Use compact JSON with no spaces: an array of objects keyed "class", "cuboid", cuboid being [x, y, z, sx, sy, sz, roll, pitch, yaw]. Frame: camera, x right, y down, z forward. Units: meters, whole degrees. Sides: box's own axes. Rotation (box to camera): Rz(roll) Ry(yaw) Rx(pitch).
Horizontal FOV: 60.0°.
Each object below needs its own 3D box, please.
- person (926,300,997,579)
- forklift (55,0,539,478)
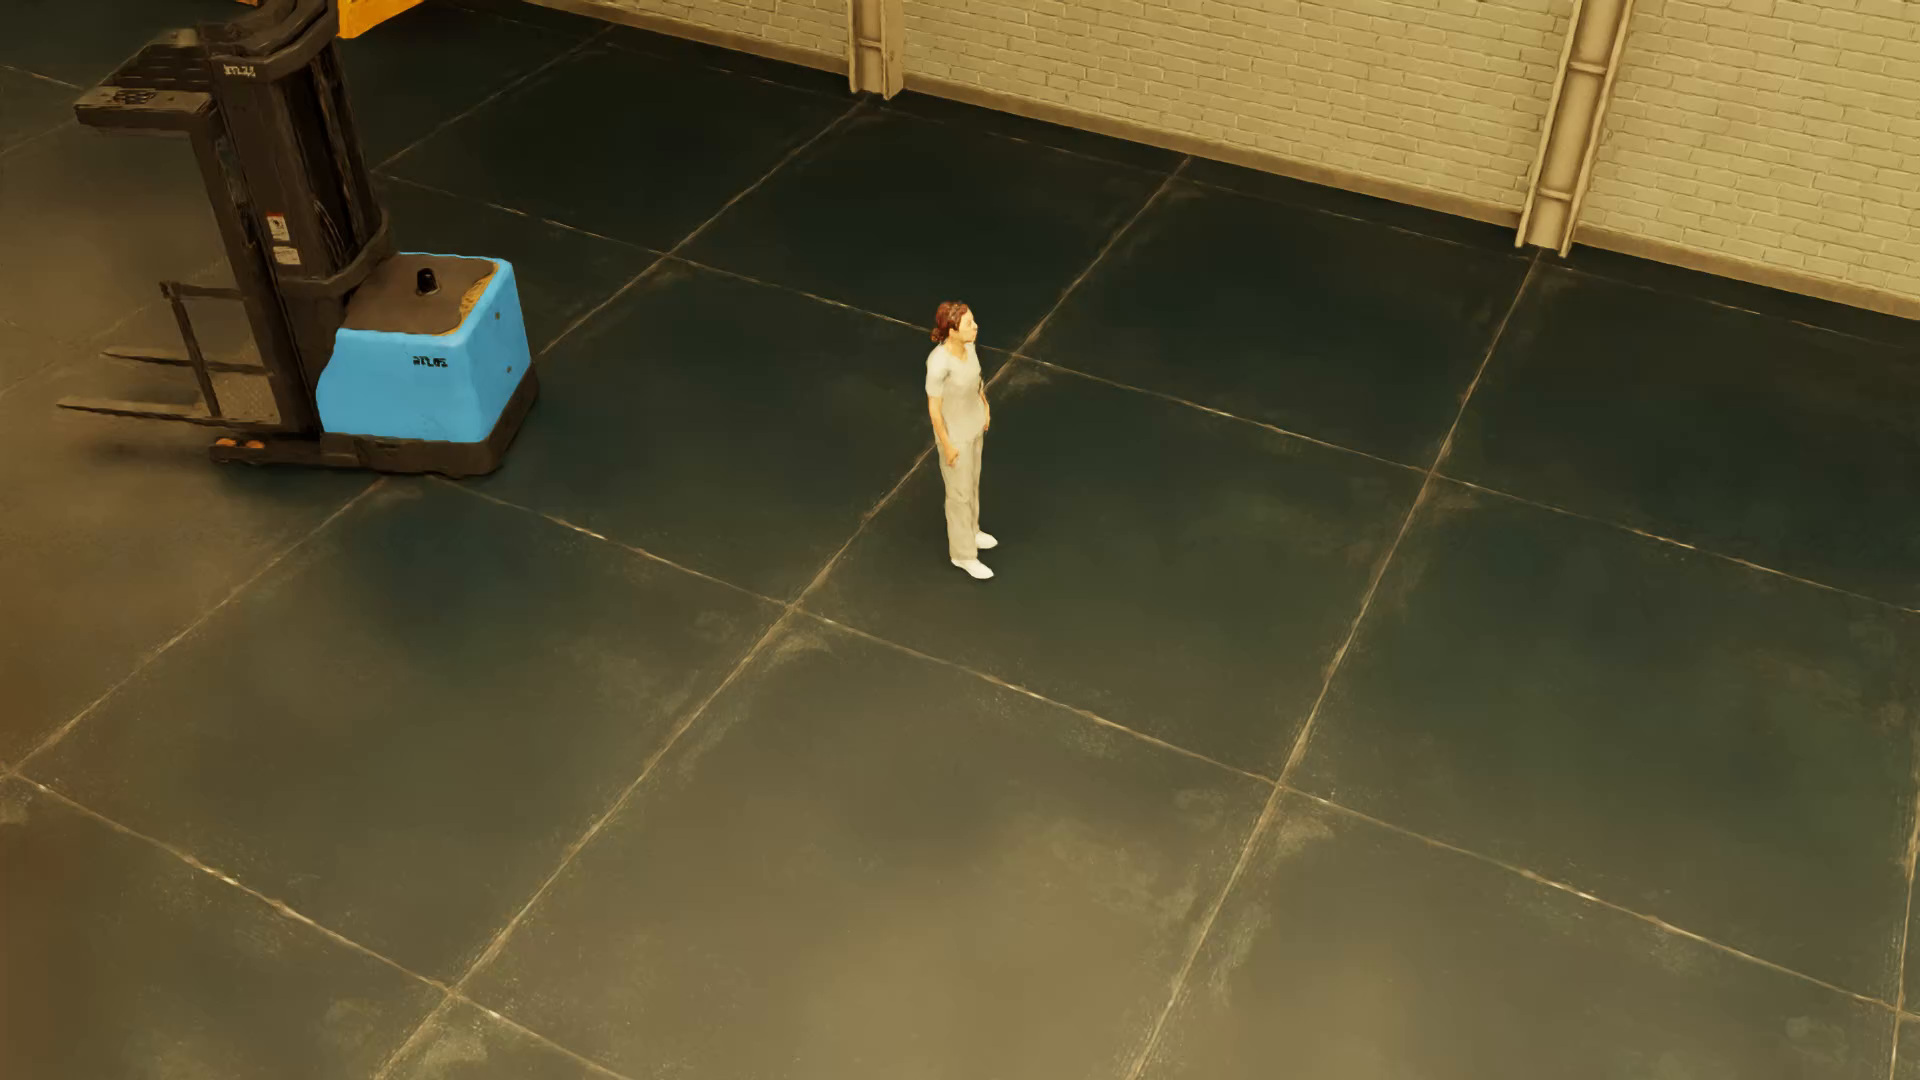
[{"class":"person","cuboid":[0.060,-0.617,9.682,0.548,1.674,0.550,18,43,21]},{"class":"forklift","cuboid":[-4.434,-1.938,10.287,3.031,2.935,1.130,5,40,6]}]
